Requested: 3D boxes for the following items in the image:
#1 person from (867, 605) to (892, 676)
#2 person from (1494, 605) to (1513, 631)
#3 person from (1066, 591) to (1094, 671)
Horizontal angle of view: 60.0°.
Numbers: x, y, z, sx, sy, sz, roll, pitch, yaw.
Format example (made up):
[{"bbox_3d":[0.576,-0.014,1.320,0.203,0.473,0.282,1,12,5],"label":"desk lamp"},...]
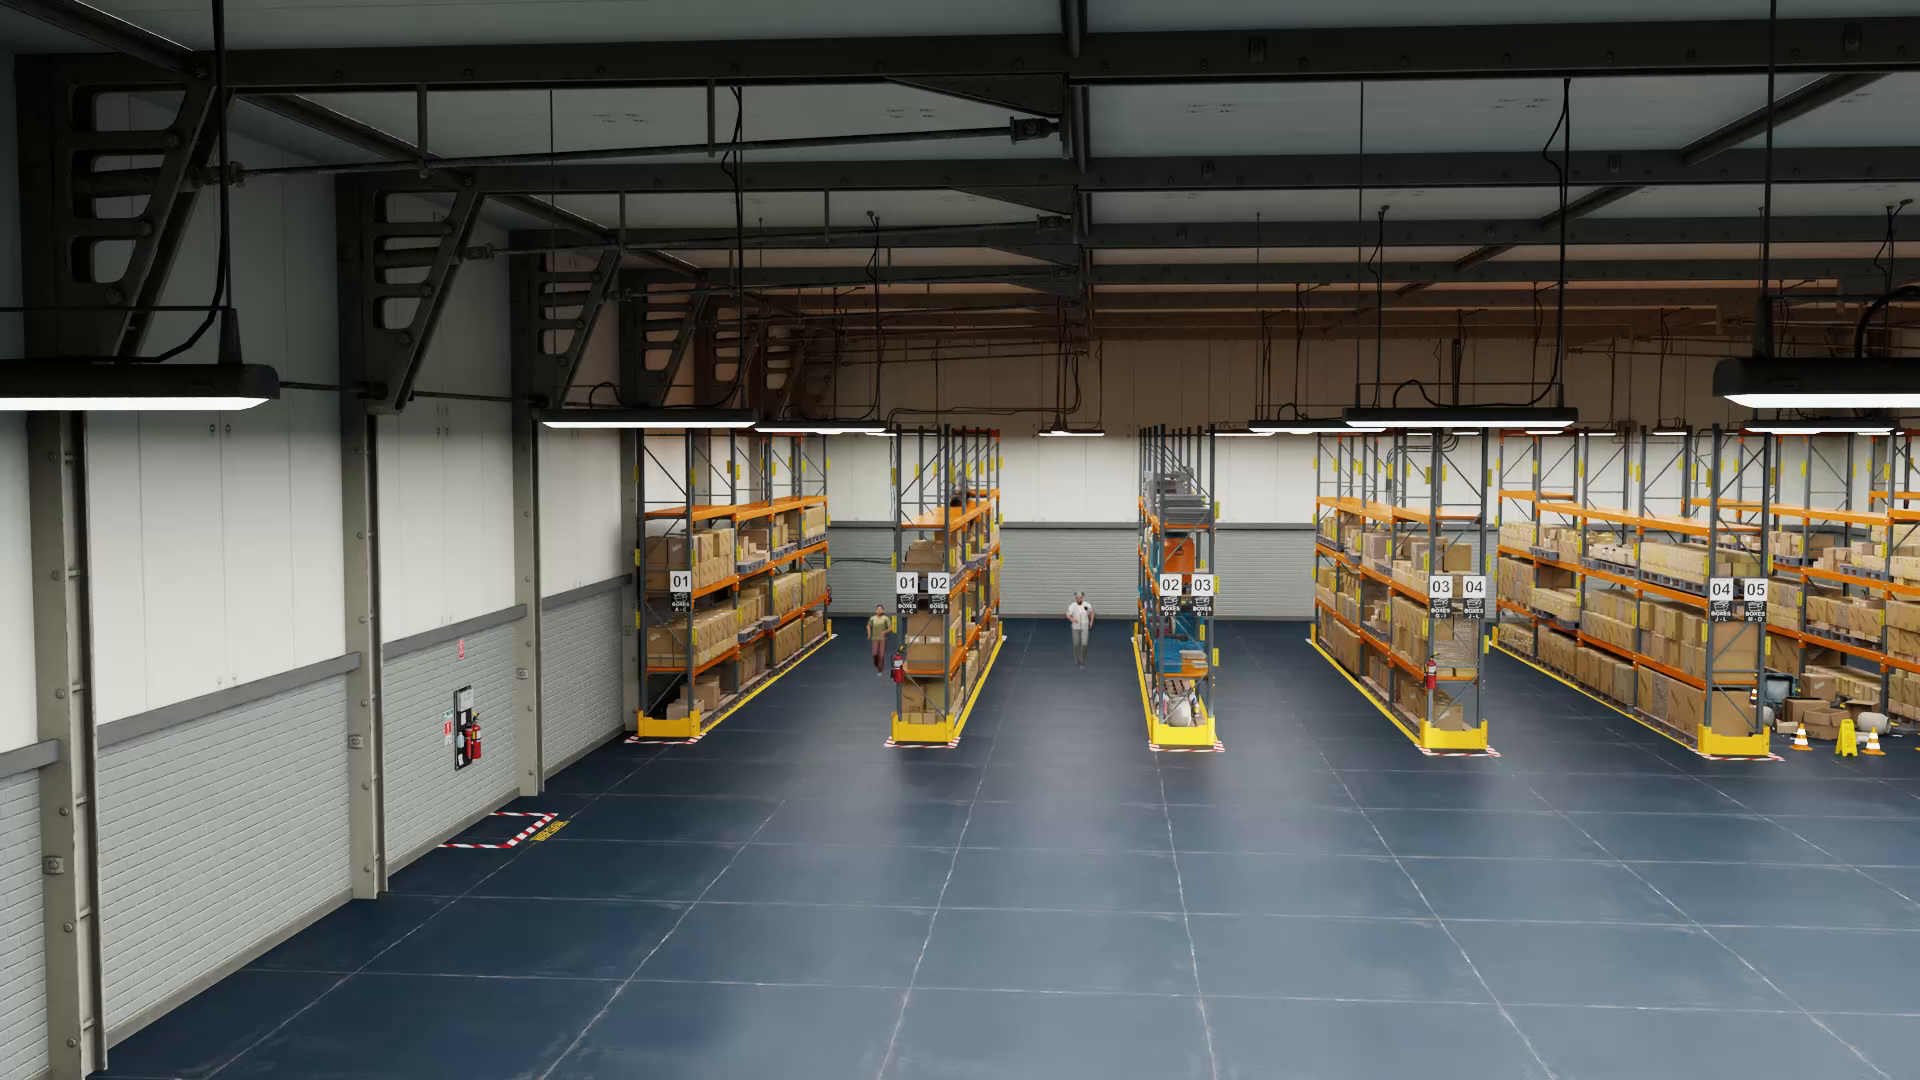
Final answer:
[{"bbox_3d":[-1.851,2.302,38.022,0.581,1.643,0.506,0,3,1],"label":"person"},{"bbox_3d":[15.556,2.061,47.576,0.686,1.514,0.736,2,4,28],"label":"person"},{"bbox_3d":[2.883,2.174,39.882,0.665,1.889,0.709,0,3,3],"label":"person"}]
